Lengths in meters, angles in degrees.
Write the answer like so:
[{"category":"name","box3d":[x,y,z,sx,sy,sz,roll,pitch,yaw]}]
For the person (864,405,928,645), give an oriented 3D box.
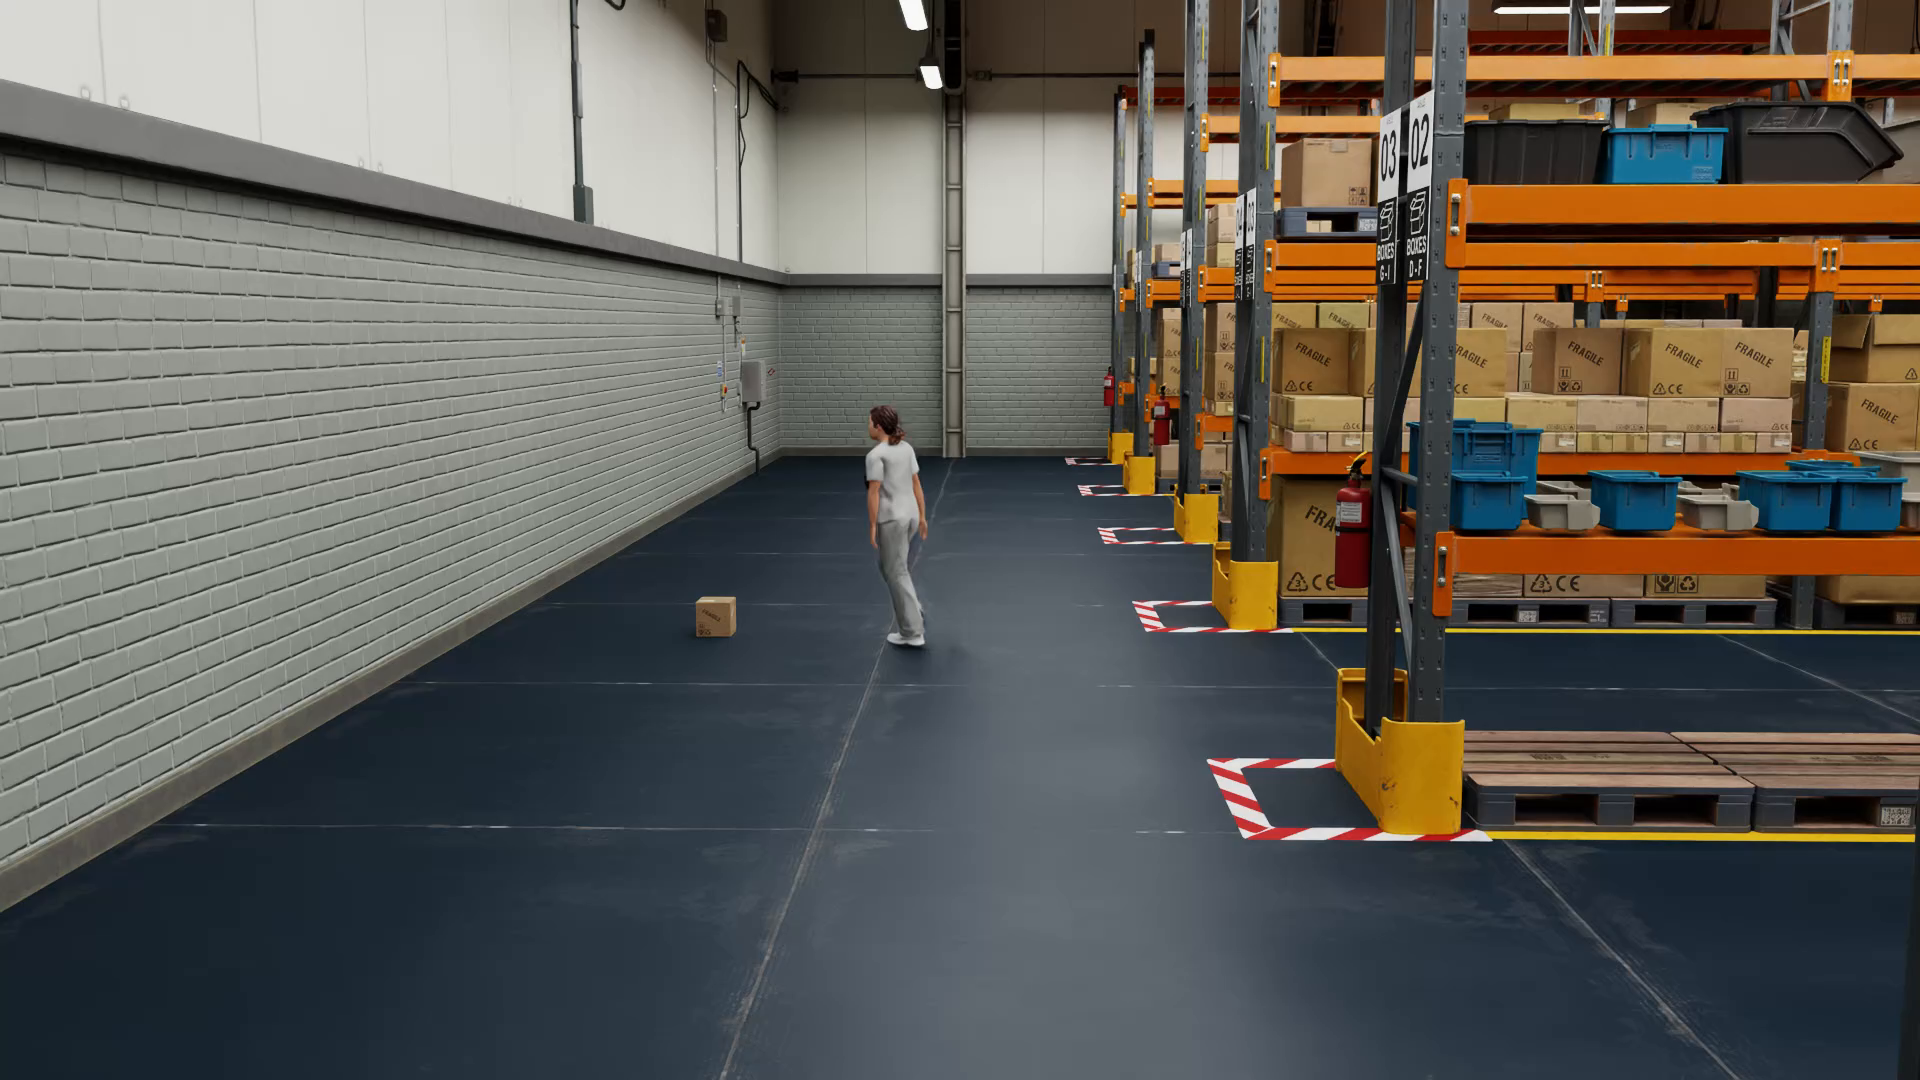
[{"category":"person","box3d":[-0.453,-0.104,11.485,0.487,1.654,0.482,5,9,36]}]
